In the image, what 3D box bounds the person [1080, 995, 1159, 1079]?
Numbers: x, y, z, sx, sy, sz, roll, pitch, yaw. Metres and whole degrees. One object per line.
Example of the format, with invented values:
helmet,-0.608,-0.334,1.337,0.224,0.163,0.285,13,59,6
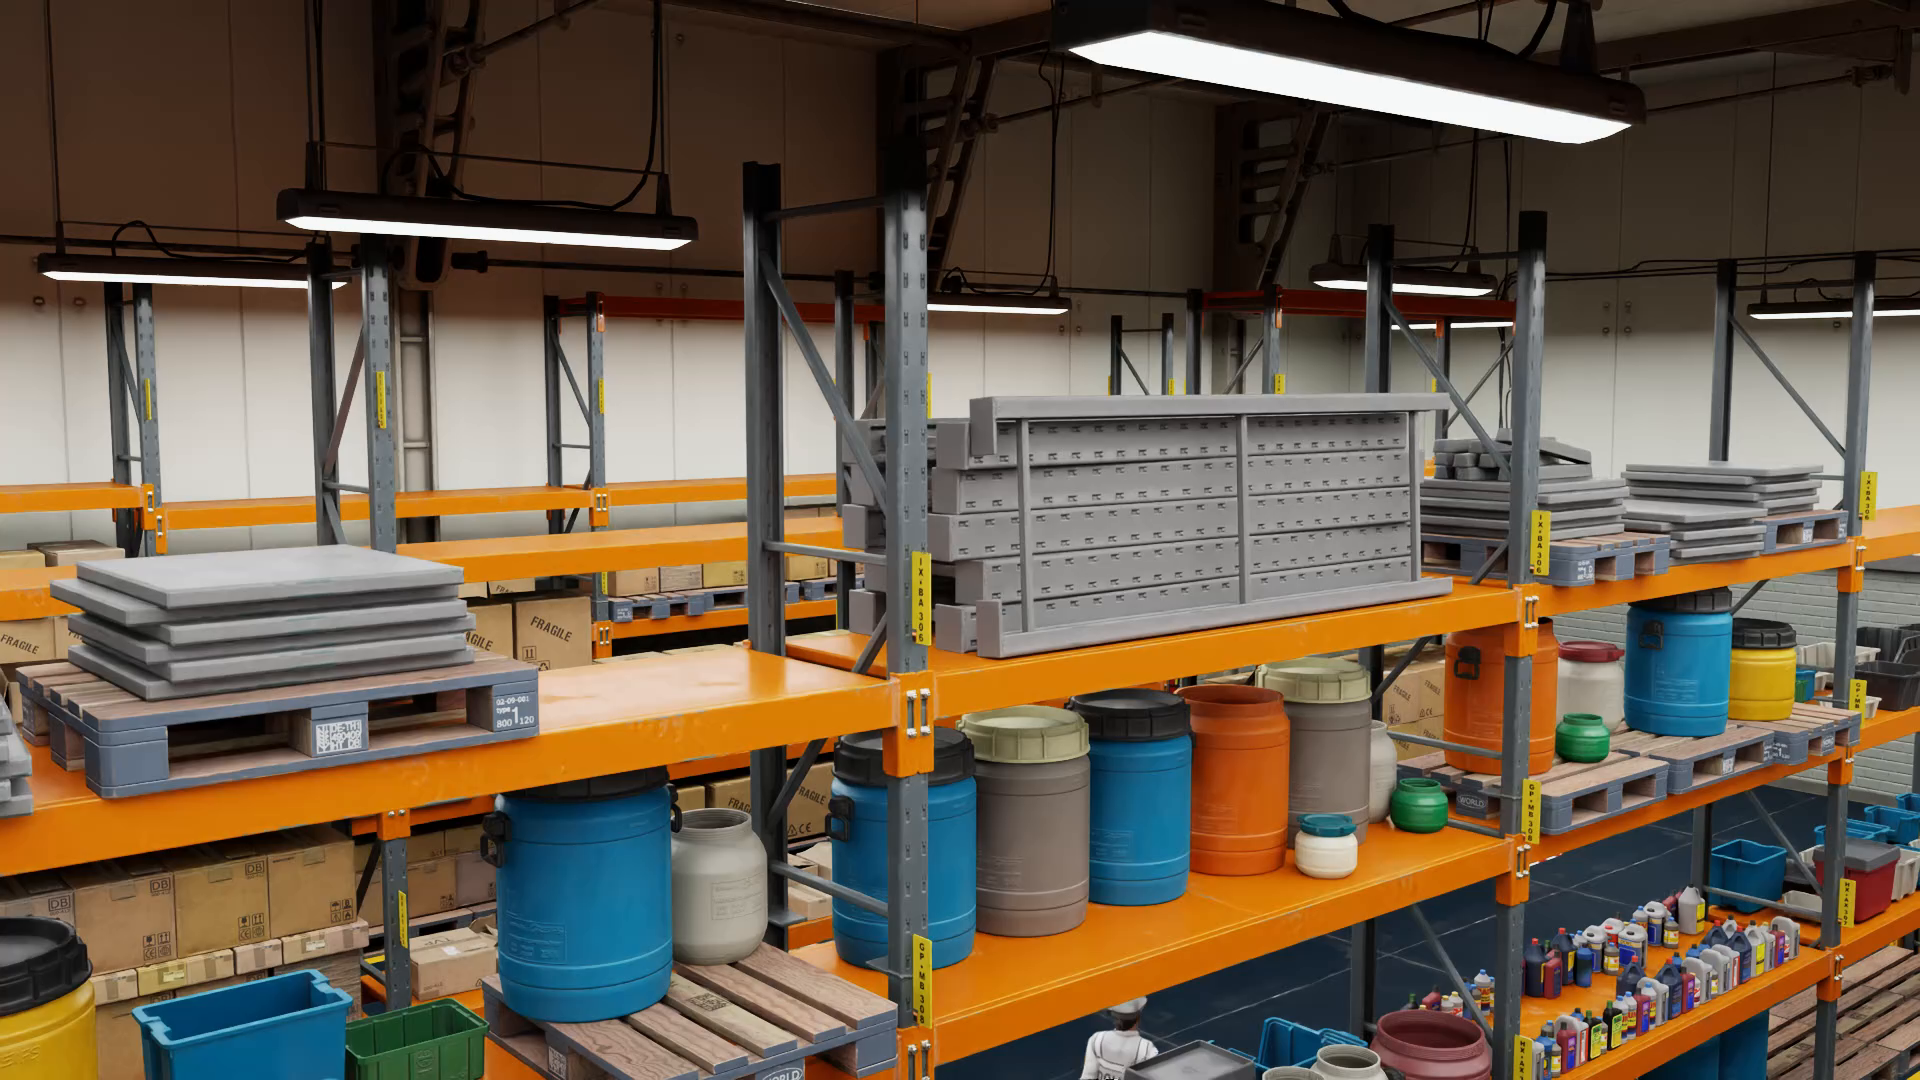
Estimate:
person,0.917,3.434,9.588,0.478,1.729,0.592,5,7,39
